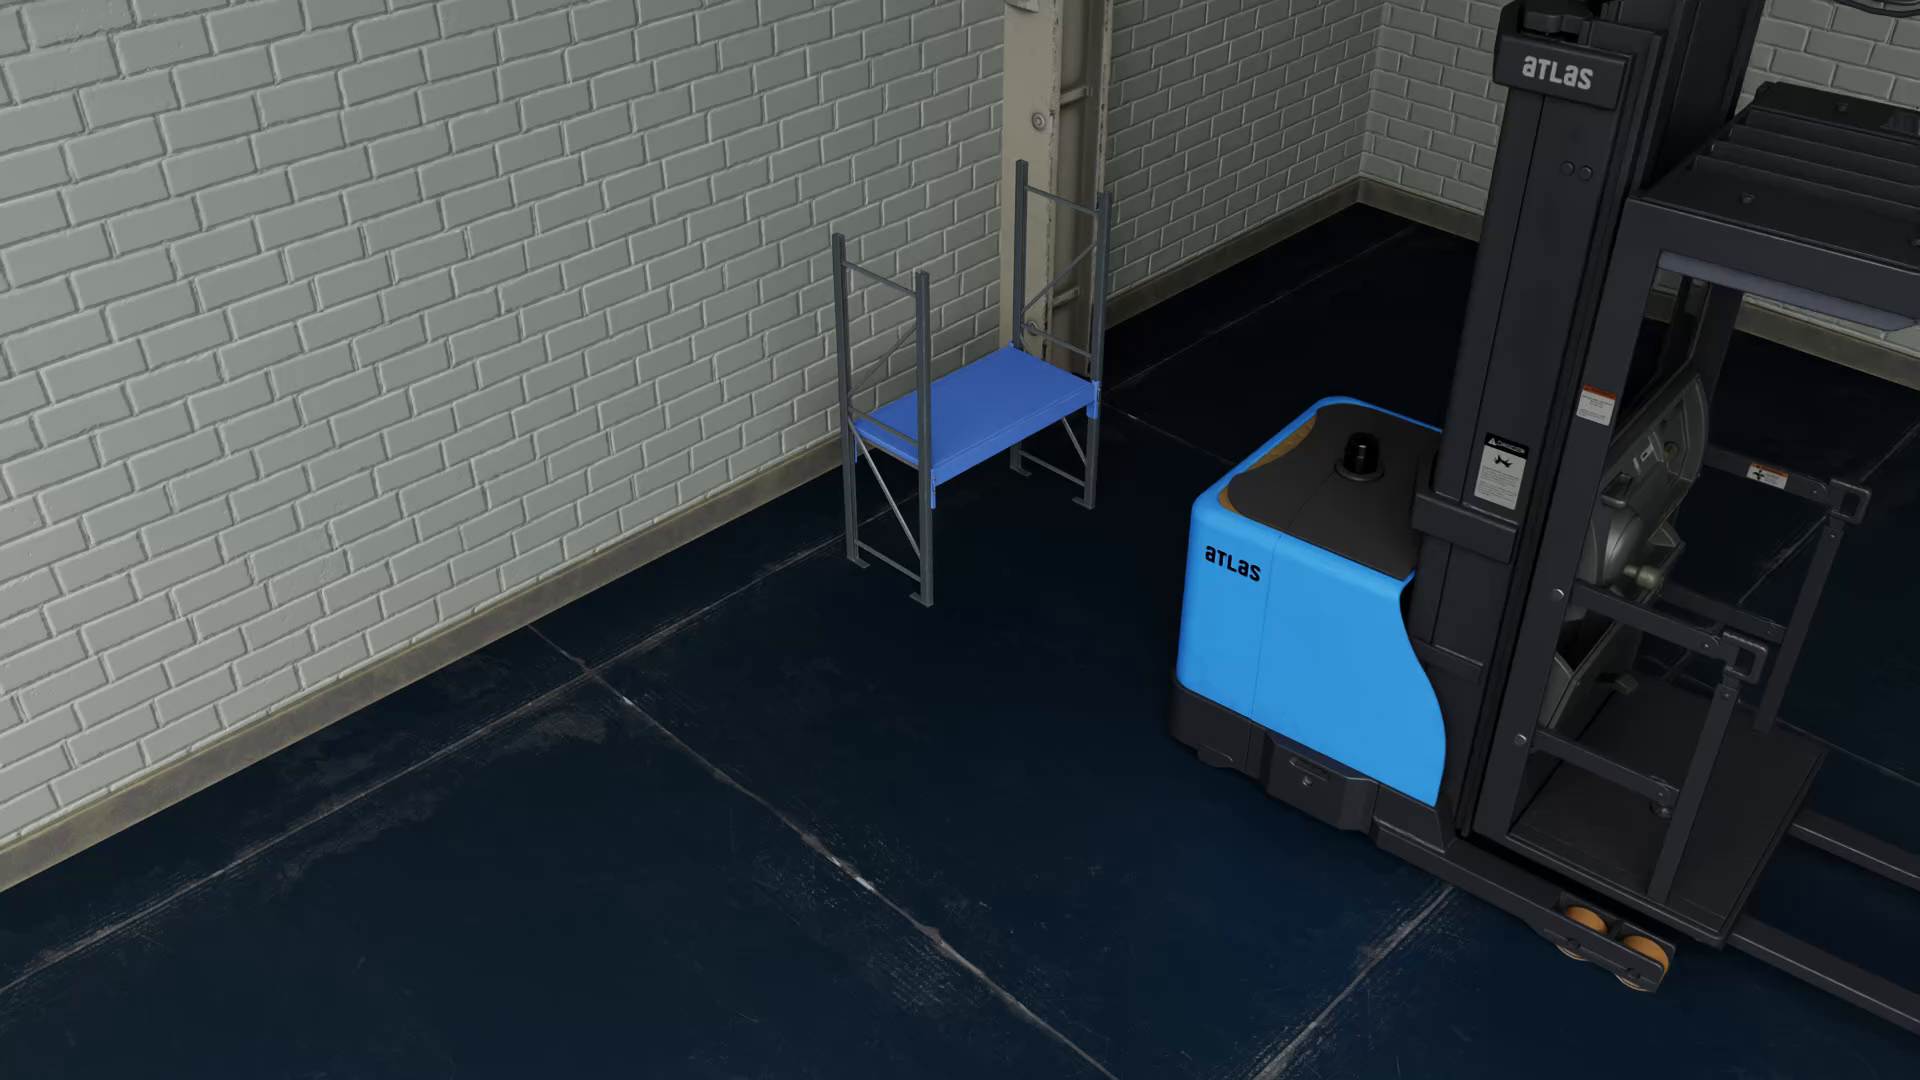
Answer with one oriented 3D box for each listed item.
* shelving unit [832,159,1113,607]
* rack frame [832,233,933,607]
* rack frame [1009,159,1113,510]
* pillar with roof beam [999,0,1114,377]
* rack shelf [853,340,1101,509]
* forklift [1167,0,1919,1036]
[{"bbox_3d":[0.060,-0.650,6.871,0.538,1.500,1.048,30,45,35],"label":"shelving unit"},{"bbox_3d":[-0.298,-0.443,6.575,0.500,1.500,0.032,30,45,35],"label":"rack frame"},{"bbox_3d":[0.418,-0.856,7.167,0.500,1.500,0.032,30,45,35],"label":"rack frame"},{"bbox_3d":[3.494,-2.785,3.376,9.100,9.000,0.400,30,45,35],"label":"pillar with roof beam"},{"bbox_3d":[0.060,-0.502,6.974,0.538,0.185,1.000,30,45,35],"label":"rack shelf"},{"bbox_3d":[2.227,-0.135,4.881,3.031,2.935,1.130,25,42,31],"label":"forklift"}]
